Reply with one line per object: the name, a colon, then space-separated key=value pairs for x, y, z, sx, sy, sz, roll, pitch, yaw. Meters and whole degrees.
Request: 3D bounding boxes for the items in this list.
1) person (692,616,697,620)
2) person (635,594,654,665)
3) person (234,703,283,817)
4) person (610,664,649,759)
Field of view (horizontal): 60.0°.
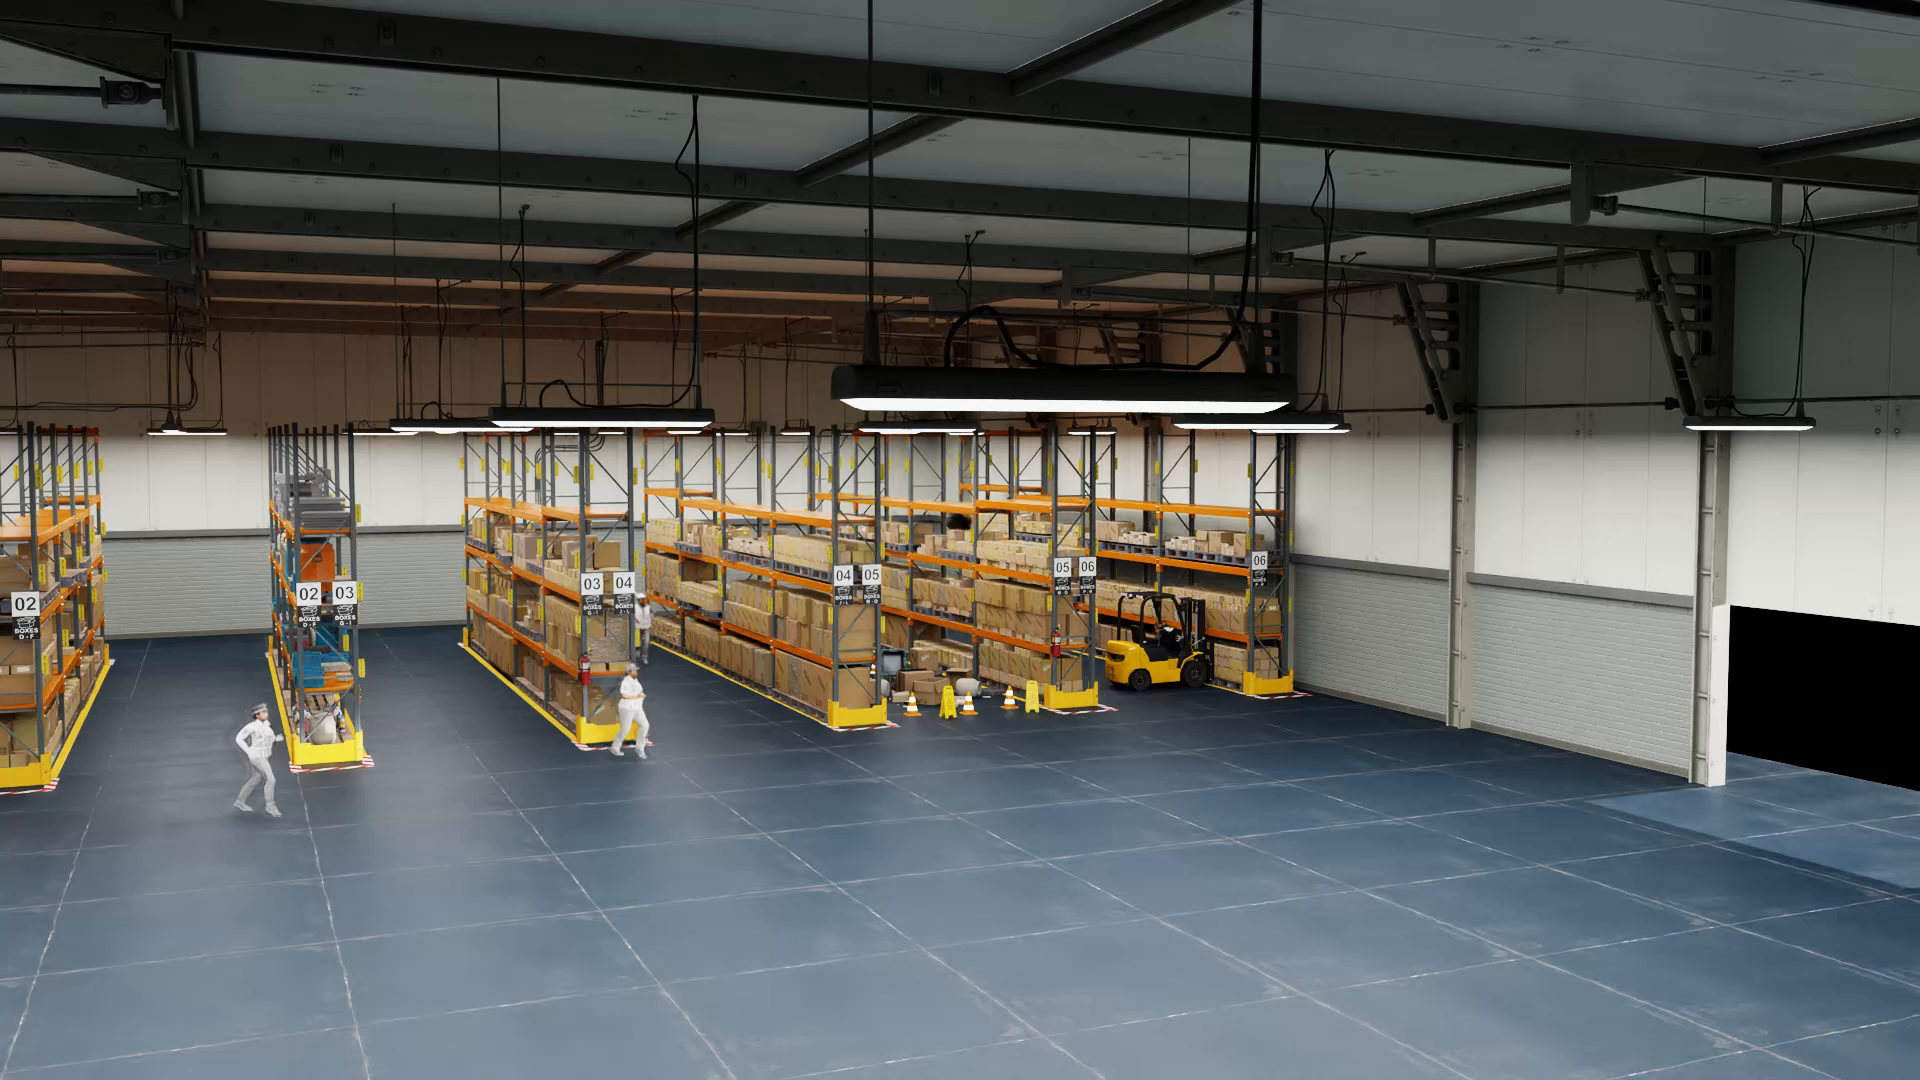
person: x=-7.751 y=1.872 z=49.415 sx=0.924 sy=1.662 sz=0.549 roll=-2 pitch=4 yaw=-31
person: x=-8.116 y=2.252 z=42.501 sx=0.674 sy=1.775 sz=0.937 roll=-1 pitch=4 yaw=-20
person: x=-10.657 y=3.341 z=25.266 sx=0.776 sy=1.754 sz=0.584 roll=0 pitch=3 yaw=2
person: x=-5.907 y=3.073 z=29.798 sx=0.694 sy=1.721 sz=0.601 roll=1 pitch=4 yaw=20
